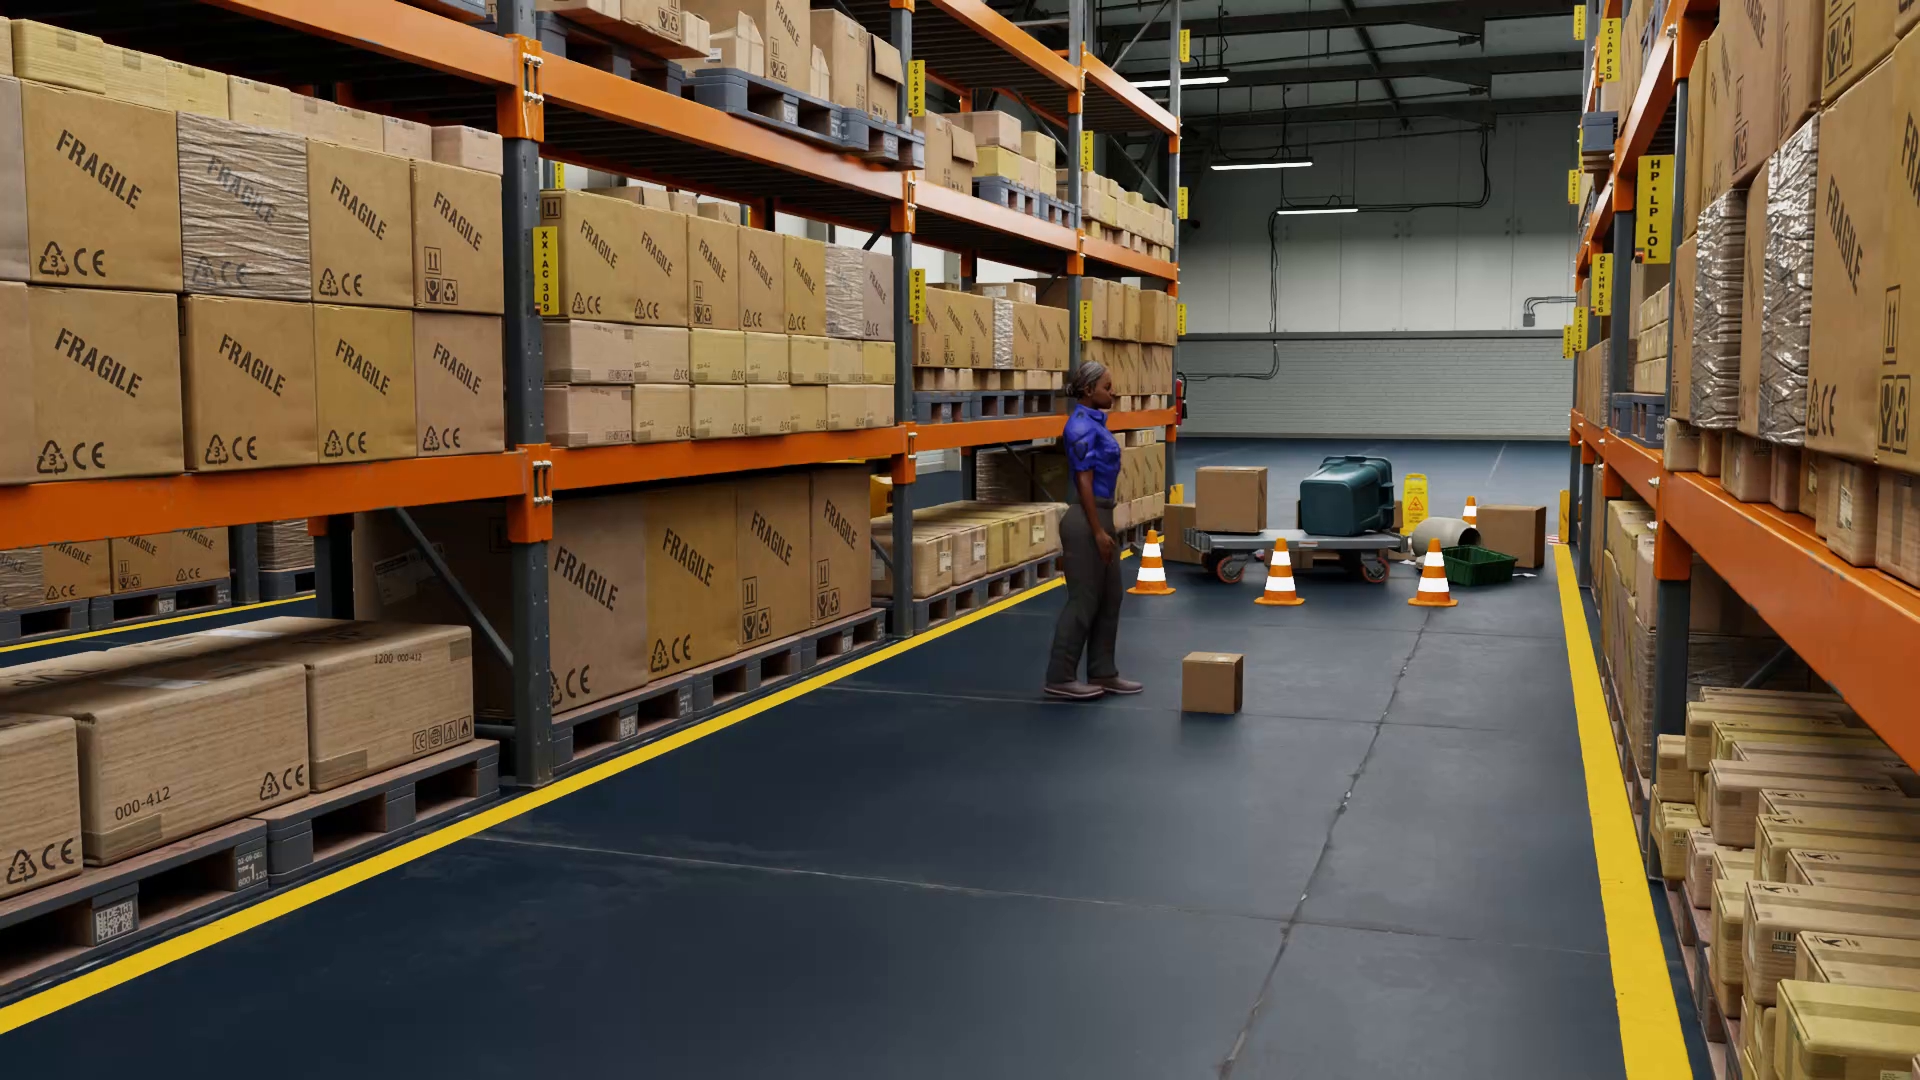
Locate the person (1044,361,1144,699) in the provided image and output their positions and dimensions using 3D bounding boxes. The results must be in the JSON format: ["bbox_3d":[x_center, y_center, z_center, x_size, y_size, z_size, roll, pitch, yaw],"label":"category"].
[{"bbox_3d":[0.664,-0.045,8.198,0.469,1.669,0.464,1,5,12],"label":"person"}]
